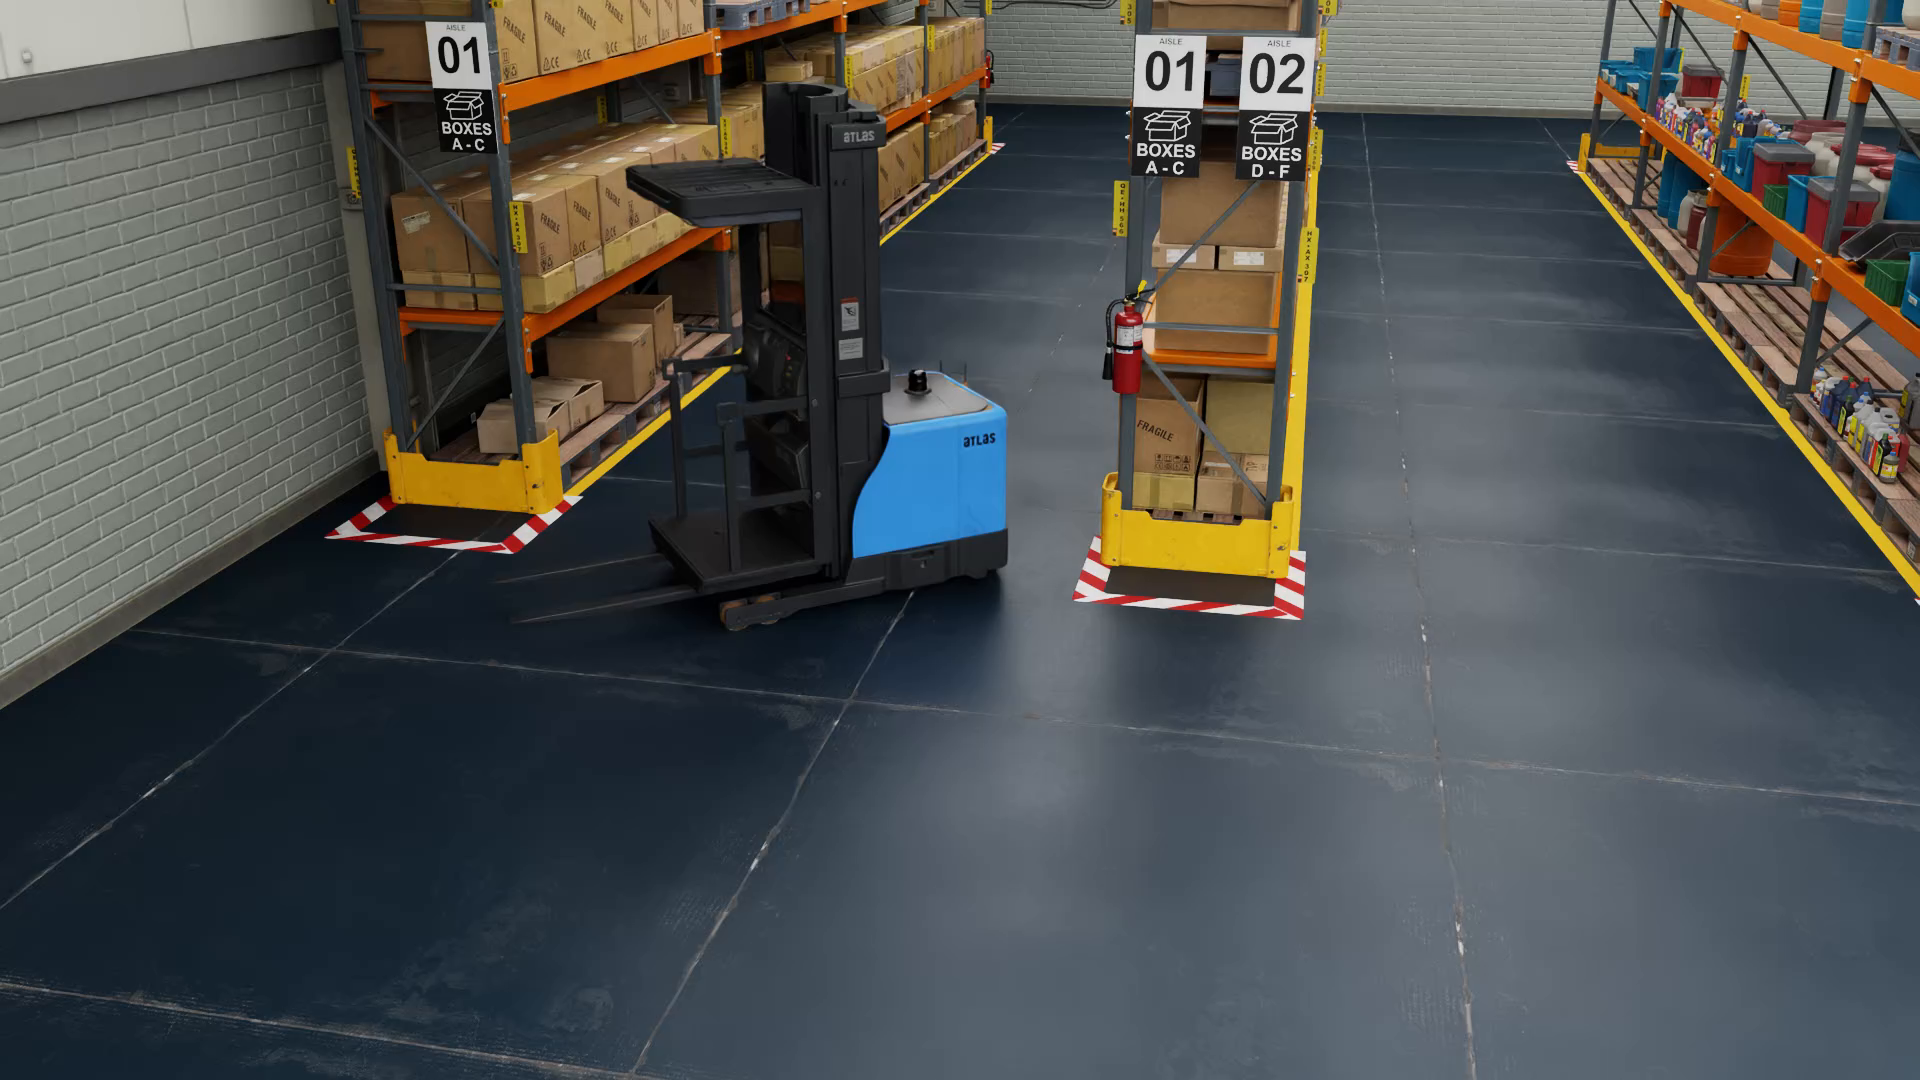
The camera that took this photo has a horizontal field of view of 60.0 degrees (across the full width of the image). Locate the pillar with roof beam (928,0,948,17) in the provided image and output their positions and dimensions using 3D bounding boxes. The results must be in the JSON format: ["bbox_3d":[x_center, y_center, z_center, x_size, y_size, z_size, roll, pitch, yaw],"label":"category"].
[{"bbox_3d":[3.820,-11.000,26.122,9.100,9.000,0.400,4,22,11],"label":"pillar with roof beam"}]

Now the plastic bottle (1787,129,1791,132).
[{"bbox_3d":[8.539,-4.106,17.189,0.061,0.283,0.133,4,22,11],"label":"plastic bottle"}]

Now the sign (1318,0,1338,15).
[{"bbox_3d":[2.029,-3.054,9.130,0.100,0.325,0.005,4,22,11],"label":"sign"}]

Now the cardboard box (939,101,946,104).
[{"bbox_3d":[-0.416,-6.441,24.746,0.380,0.149,0.250,5,22,11],"label":"cardboard box"}]

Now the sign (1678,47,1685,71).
[{"bbox_3d":[10.142,-6.777,23.447,0.100,0.325,0.005,4,22,11],"label":"sign"}]

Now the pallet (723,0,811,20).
[{"bbox_3d":[-2.108,-5.005,15.503,1.213,0.211,1.003,4,22,11],"label":"pallet"}]

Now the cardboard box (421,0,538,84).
[{"bbox_3d":[-3.050,-3.191,10.586,0.500,0.500,0.500,5,22,12],"label":"cardboard box"}]

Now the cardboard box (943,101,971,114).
[{"bbox_3d":[-0.042,-6.411,24.672,0.380,0.149,0.250,5,22,12],"label":"cardboard box"}]

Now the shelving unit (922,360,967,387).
[{"bbox_3d":[-0.100,-0.646,11.052,0.215,1.050,0.252,10,24,24],"label":"shelving unit"}]

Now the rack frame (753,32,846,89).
[{"bbox_3d":[-1.731,-4.567,18.177,1.000,3.000,0.127,4,22,11],"label":"rack frame"}]

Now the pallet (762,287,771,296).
[{"bbox_3d":[-2.143,-2.543,16.885,1.003,0.211,1.213,4,22,11],"label":"pallet"}]

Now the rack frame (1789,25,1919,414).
[{"bbox_3d":[7.152,-2.349,12.670,1.000,3.000,0.127,4,22,11],"label":"rack frame"}]

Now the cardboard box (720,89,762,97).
[{"bbox_3d":[-2.049,-4.187,16.512,0.700,0.500,0.500,4,22,11],"label":"cardboard box"}]

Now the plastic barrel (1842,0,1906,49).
[{"bbox_3d":[7.043,-4.175,12.519,0.600,0.901,0.708,4,22,11],"label":"plastic barrel"}]

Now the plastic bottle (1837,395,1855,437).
[{"bbox_3d":[6.468,-0.903,12.127,0.061,0.283,0.133,5,23,13],"label":"plastic bottle"}]

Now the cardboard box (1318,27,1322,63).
[{"bbox_3d":[4.307,-6.314,21.045,0.500,0.500,0.500,5,22,12],"label":"cardboard box"}]

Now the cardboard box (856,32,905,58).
[{"bbox_3d":[-0.977,-6.008,20.193,0.500,0.250,0.500,5,22,12],"label":"cardboard box"}]

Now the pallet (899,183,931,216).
[{"bbox_3d":[-0.998,-4.448,21.616,1.003,0.211,1.213,4,22,11],"label":"pallet"}]

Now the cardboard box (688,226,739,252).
[{"bbox_3d":[-2.326,-2.928,15.862,0.500,0.250,0.500,4,22,10],"label":"cardboard box"}]

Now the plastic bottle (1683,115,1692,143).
[{"bbox_3d":[7.931,-4.472,18.099,0.061,0.283,0.133,4,22,11],"label":"plastic bottle"}]

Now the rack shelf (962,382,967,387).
[{"bbox_3d":[-0.100,-0.899,10.950,0.215,0.259,0.240,10,24,24],"label":"rack shelf"}]

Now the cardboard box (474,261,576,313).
[{"bbox_3d":[-2.953,-1.735,11.320,0.500,0.250,0.500,4,22,9],"label":"cardboard box"}]

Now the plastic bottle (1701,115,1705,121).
[{"bbox_3d":[8.132,-4.528,18.255,0.097,0.271,0.097,0,22,0],"label":"plastic bottle"}]

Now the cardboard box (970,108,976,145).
[{"bbox_3d":[-0.143,-6.264,25.176,0.700,0.500,0.500,4,22,11],"label":"cardboard box"}]

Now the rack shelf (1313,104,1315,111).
[{"bbox_3d":[4.344,-6.051,22.826,1.077,0.370,4.000,4,22,11],"label":"rack shelf"}]

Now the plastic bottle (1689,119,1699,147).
[{"bbox_3d":[7.866,-4.356,17.810,0.061,0.283,0.133,4,22,11],"label":"plastic bottle"}]

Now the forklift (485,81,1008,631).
[{"bbox_3d":[-1.259,-1.059,9.561,3.031,2.935,1.130,-10,24,-24],"label":"forklift"}]

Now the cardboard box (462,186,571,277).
[{"bbox_3d":[-2.971,-2.080,11.174,0.500,0.500,0.500,4,22,11],"label":"cardboard box"}]

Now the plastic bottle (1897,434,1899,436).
[{"bbox_3d":[6.514,-0.635,11.572,0.097,0.201,0.097,0,22,0],"label":"plastic bottle"}]

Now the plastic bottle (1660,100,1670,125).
[{"bbox_3d":[8.239,-4.985,19.389,0.097,0.271,0.097,0,22,0],"label":"plastic bottle"}]

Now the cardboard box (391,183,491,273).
[{"bbox_3d":[-3.475,-2.117,11.265,0.500,0.500,0.500,4,22,10],"label":"cardboard box"}]

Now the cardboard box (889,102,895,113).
[{"bbox_3d":[-1.008,-5.316,20.347,0.380,0.149,0.250,4,22,9],"label":"cardboard box"}]

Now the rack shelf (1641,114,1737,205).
[{"bbox_3d":[8.376,-4.209,18.253,1.077,0.370,4.000,4,22,11],"label":"rack shelf"}]

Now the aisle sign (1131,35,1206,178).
[{"bbox_3d":[1.186,-2.469,9.489,0.394,0.787,0.004,4,22,11],"label":"aisle sign"}]

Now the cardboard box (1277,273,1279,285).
[{"bbox_3d":[1.908,-2.047,11.788,0.700,0.500,0.500,5,23,13],"label":"cardboard box"}]

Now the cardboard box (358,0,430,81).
[{"bbox_3d":[-3.526,-3.260,10.757,0.500,0.500,0.500,6,23,15],"label":"cardboard box"}]

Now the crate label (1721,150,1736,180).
[{"bbox_3d":[7.515,-3.608,16.022,0.303,0.233,0.416,4,22,11],"label":"crate label"}]

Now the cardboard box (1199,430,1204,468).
[{"bbox_3d":[1.398,-0.586,11.413,0.500,0.250,0.500,4,22,11],"label":"cardboard box"}]

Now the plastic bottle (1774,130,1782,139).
[{"bbox_3d":[8.458,-4.100,17.190,0.097,0.271,0.097,0,22,0],"label":"plastic bottle"}]

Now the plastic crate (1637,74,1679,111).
[{"bbox_3d":[8.546,-5.492,20.415,0.392,0.384,0.575,4,22,11],"label":"plastic crate"}]

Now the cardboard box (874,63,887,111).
[{"bbox_3d":[-1.163,-5.291,19.416,0.500,0.500,0.500,4,22,11],"label":"cardboard box"}]

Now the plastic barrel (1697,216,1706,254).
[{"bbox_3d":[8.079,-3.246,17.666,0.421,0.512,0.421,0,22,0],"label":"plastic barrel"}]

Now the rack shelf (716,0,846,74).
[{"bbox_3d":[-2.139,-4.893,15.935,1.077,0.370,4.000,4,22,11],"label":"rack shelf"}]

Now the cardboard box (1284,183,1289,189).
[{"bbox_3d":[2.197,-2.495,12.031,0.380,0.149,0.250,5,22,12],"label":"cardboard box"}]

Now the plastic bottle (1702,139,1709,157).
[{"bbox_3d":[7.741,-4.061,17.187,0.097,0.201,0.097,0,22,0],"label":"plastic bottle"}]

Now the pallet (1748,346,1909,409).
[{"bbox_3d":[7.274,-1.345,13.911,1.003,0.211,1.213,4,22,11],"label":"pallet"}]

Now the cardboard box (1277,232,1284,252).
[{"bbox_3d":[1.829,-1.836,10.395,0.380,0.149,0.250,4,22,10],"label":"cardboard box"}]

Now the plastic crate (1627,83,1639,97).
[{"bbox_3d":[8.845,-5.840,21.611,0.293,0.136,0.466,4,22,11],"label":"plastic crate"}]

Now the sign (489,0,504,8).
[{"bbox_3d":[-2.832,-3.396,10.087,0.100,0.325,0.005,4,22,11],"label":"sign"}]

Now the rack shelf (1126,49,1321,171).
[{"bbox_3d":[1.895,-3.054,11.369,1.077,0.370,4.000,4,22,11],"label":"rack shelf"}]

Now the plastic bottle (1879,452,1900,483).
[{"bbox_3d":[6.281,-0.497,11.229,0.097,0.201,0.097,0,22,0],"label":"plastic bottle"}]

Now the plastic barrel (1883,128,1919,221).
[{"bbox_3d":[7.527,-2.699,12.870,0.600,0.901,0.708,4,22,11],"label":"plastic barrel"}]

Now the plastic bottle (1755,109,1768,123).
[{"bbox_3d":[8.692,-4.488,18.047,0.144,0.351,0.185,4,22,11],"label":"plastic bottle"}]

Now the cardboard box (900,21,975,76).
[{"bbox_3d":[-0.330,-7.177,24.258,0.980,0.700,0.700,4,22,10],"label":"cardboard box"}]

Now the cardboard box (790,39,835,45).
[{"bbox_3d":[-1.675,-5.670,19.355,0.500,0.250,0.500,4,22,10],"label":"cardboard box"}]
